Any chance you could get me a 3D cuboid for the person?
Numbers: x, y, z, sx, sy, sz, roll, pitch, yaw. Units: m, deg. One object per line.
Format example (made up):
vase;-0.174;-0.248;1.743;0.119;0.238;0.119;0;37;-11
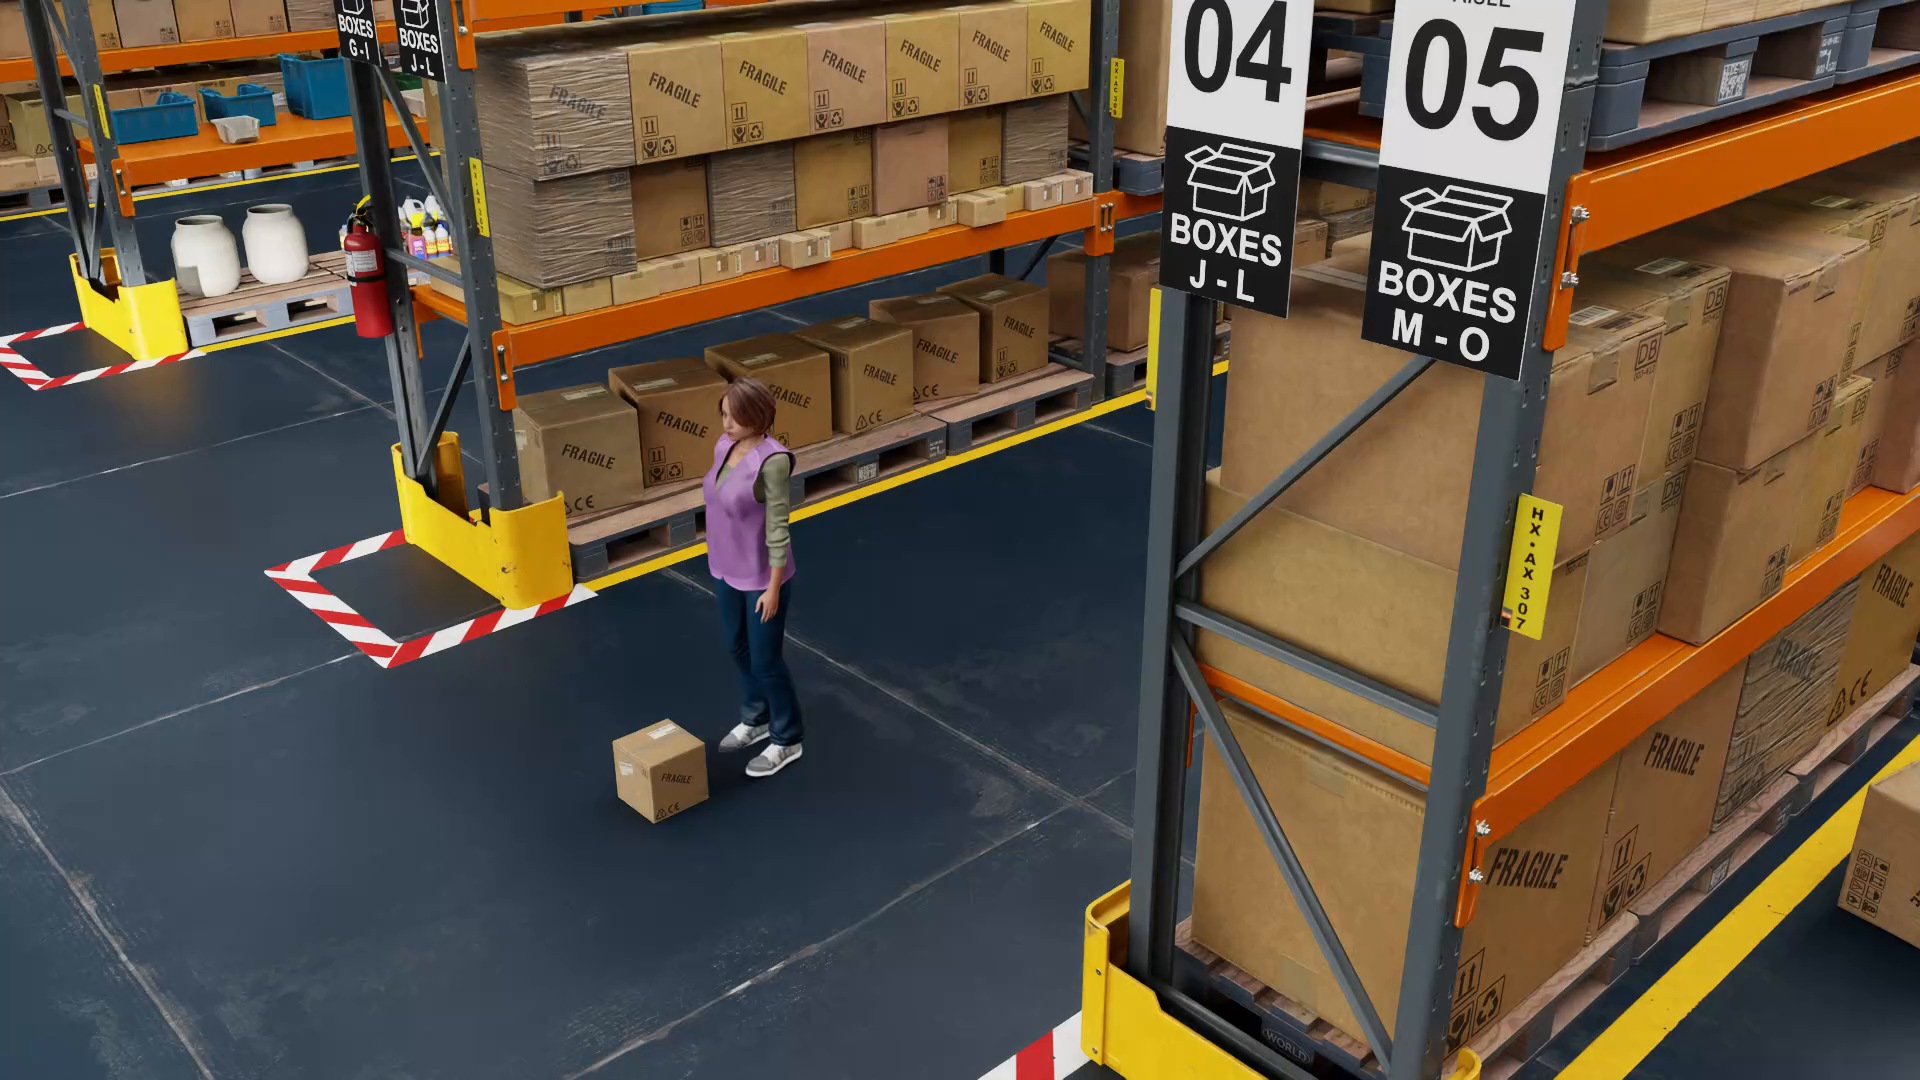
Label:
person;-0.794;0.248;6.375;0.300;1.387;0.361;-20;32;-37
